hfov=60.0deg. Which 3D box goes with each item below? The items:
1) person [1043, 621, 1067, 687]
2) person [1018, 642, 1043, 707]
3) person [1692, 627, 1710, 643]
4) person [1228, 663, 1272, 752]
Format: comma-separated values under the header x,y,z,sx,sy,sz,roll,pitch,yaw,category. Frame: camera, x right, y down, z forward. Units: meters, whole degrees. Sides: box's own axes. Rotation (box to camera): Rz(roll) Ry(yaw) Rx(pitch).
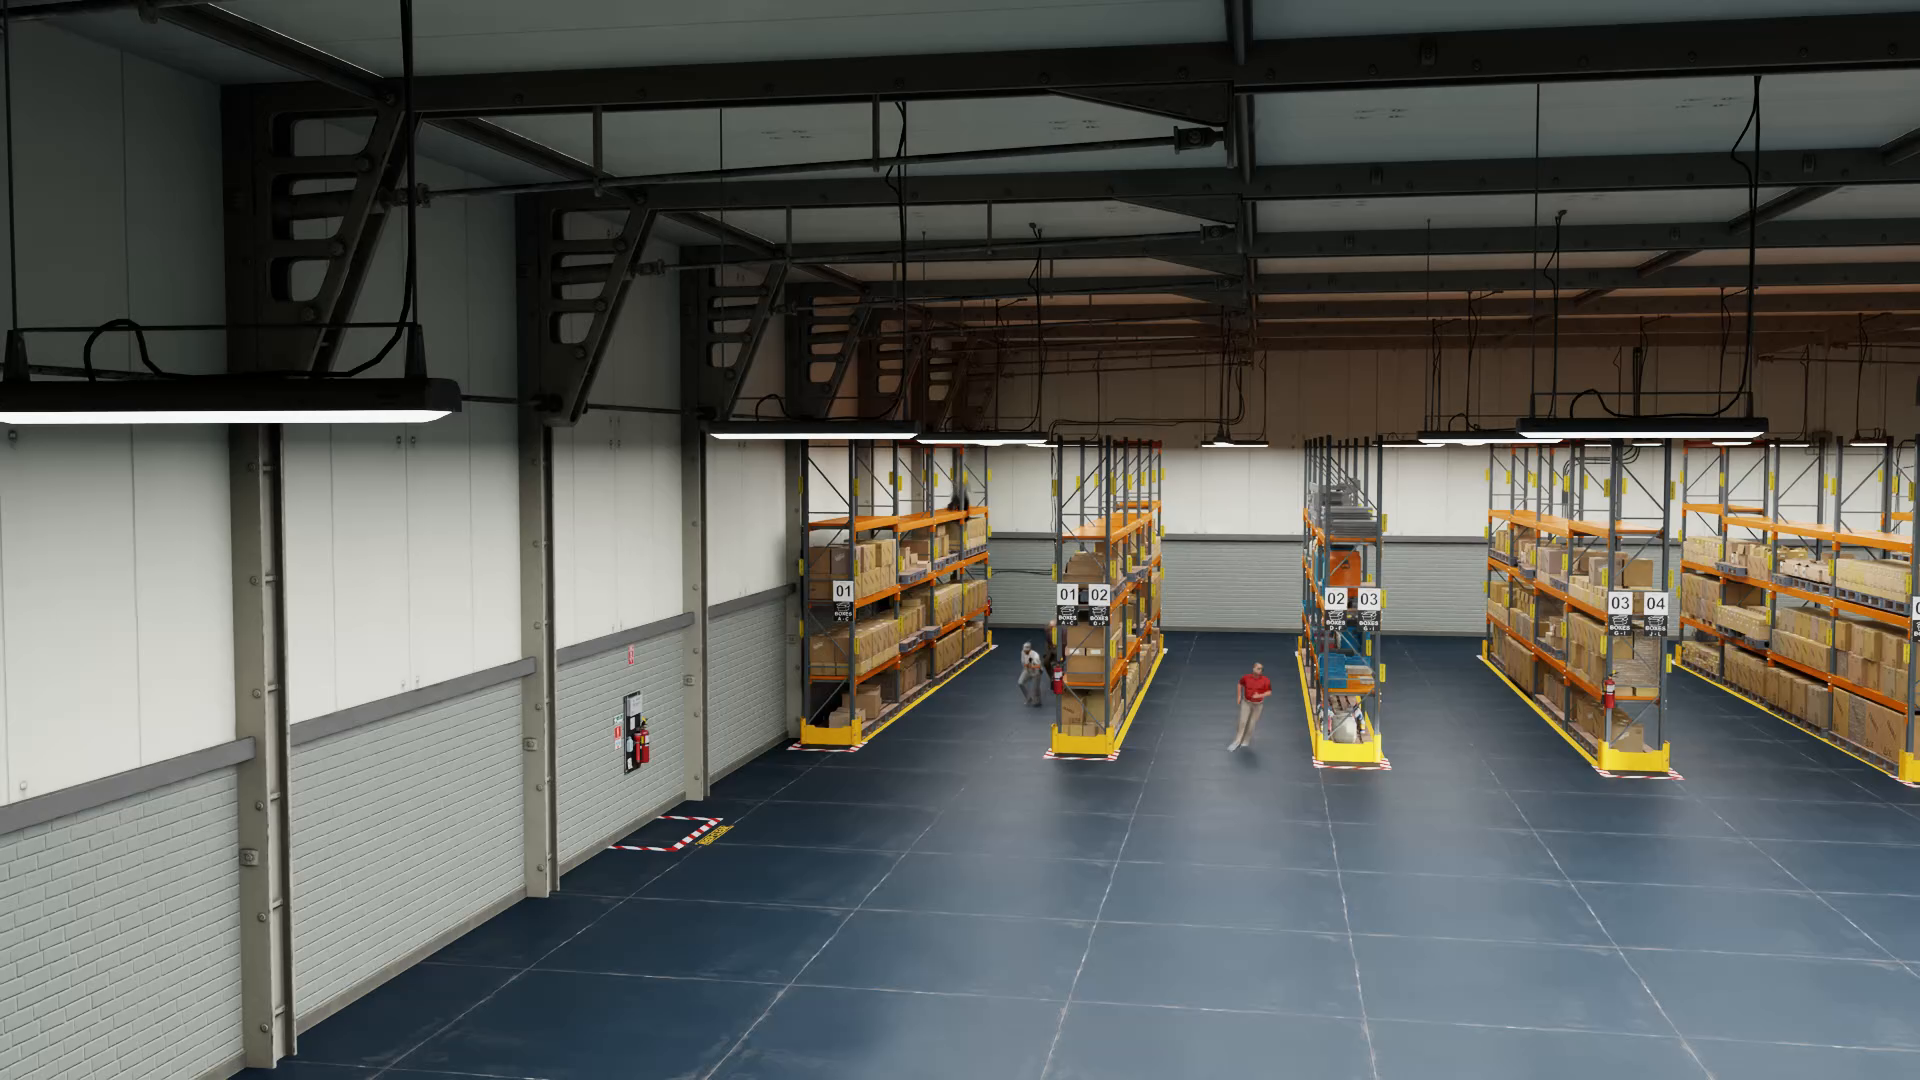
x,y,z,sx,sy,sz,roll,pitch,yaw,category
2.329,2.724,40.247,0.714,1.606,1.185,1,3,25,person
1.617,2.974,37.078,0.614,1.466,1.071,2,4,29,person
20.398,2.490,45.511,0.715,1.567,0.575,0,3,3,person
5.517,3.156,31.682,0.813,1.675,0.746,0,3,9,person
